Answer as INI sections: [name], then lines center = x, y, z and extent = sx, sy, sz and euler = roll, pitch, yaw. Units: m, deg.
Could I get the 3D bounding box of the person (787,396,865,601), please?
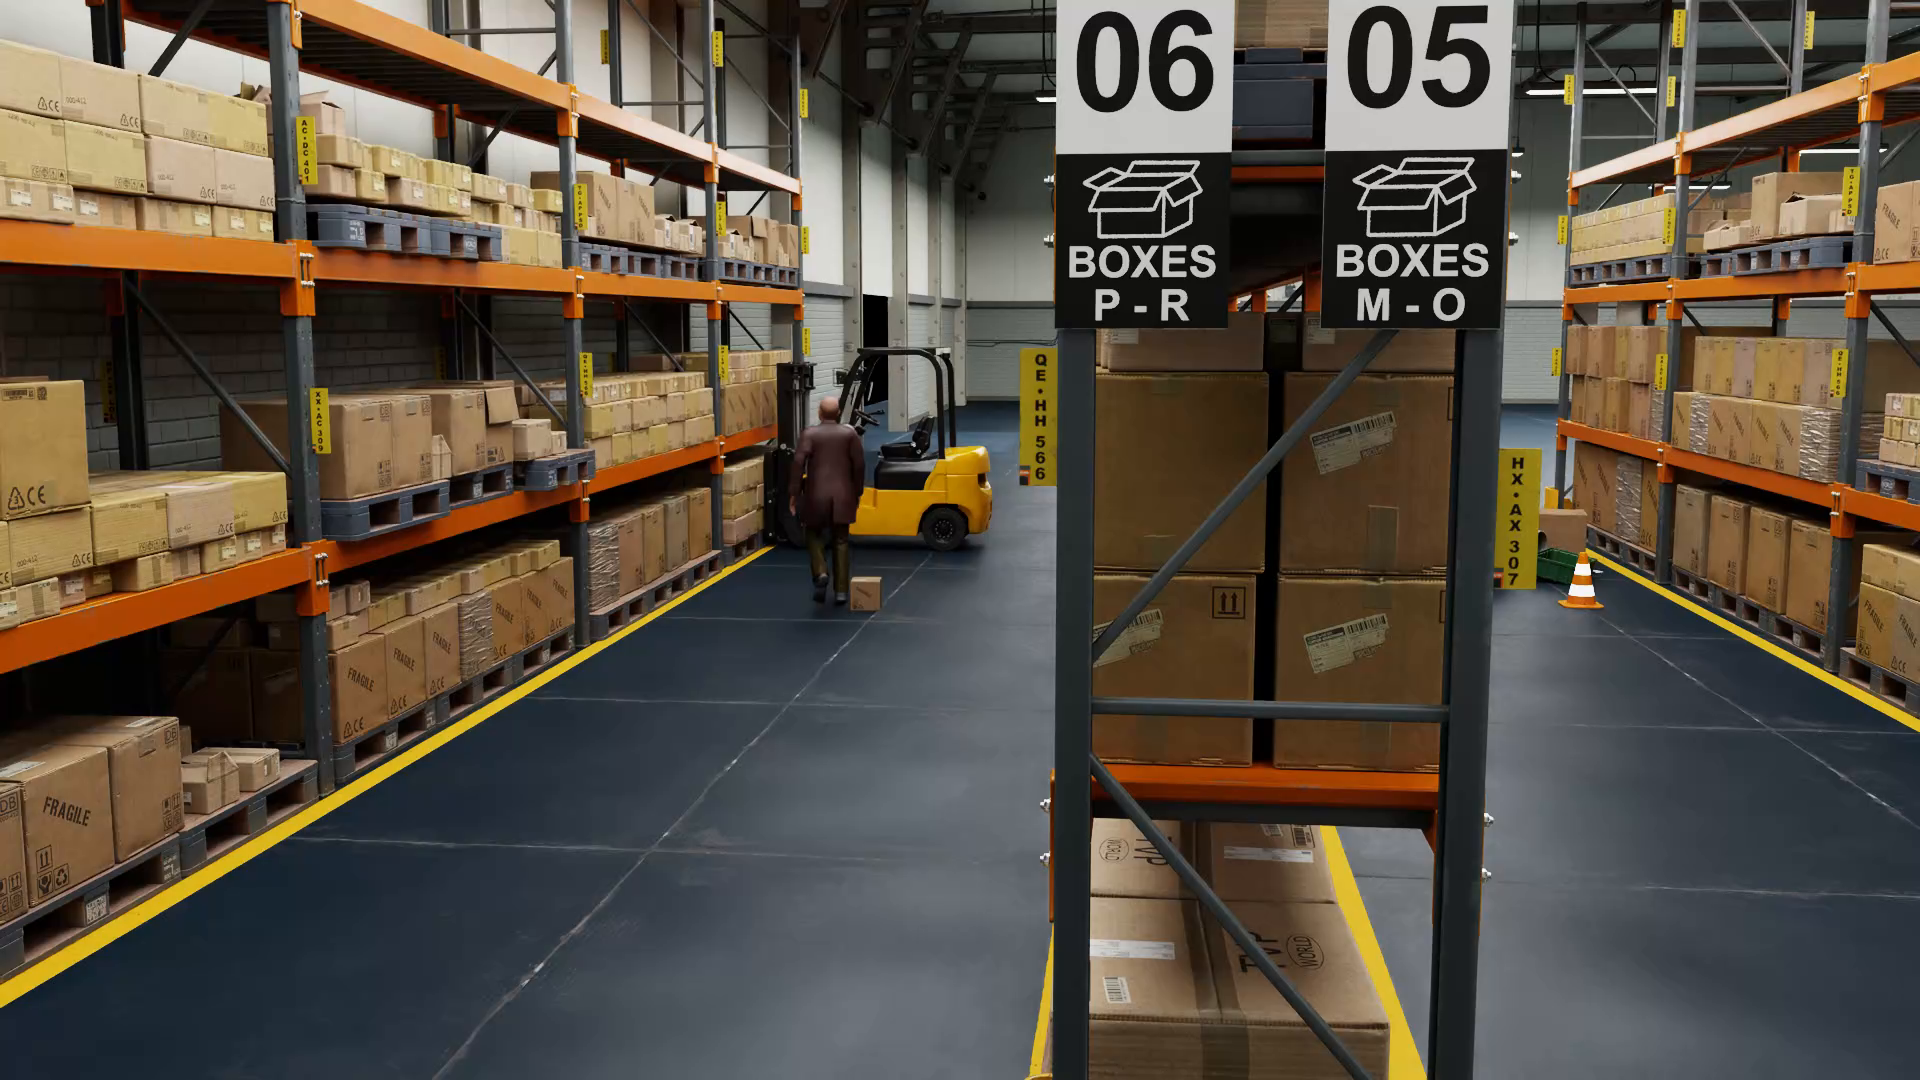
[person]
center = -1.164, -0.340, 14.456
extent = 0.695, 1.814, 0.543
euler = -1, 8, -11
